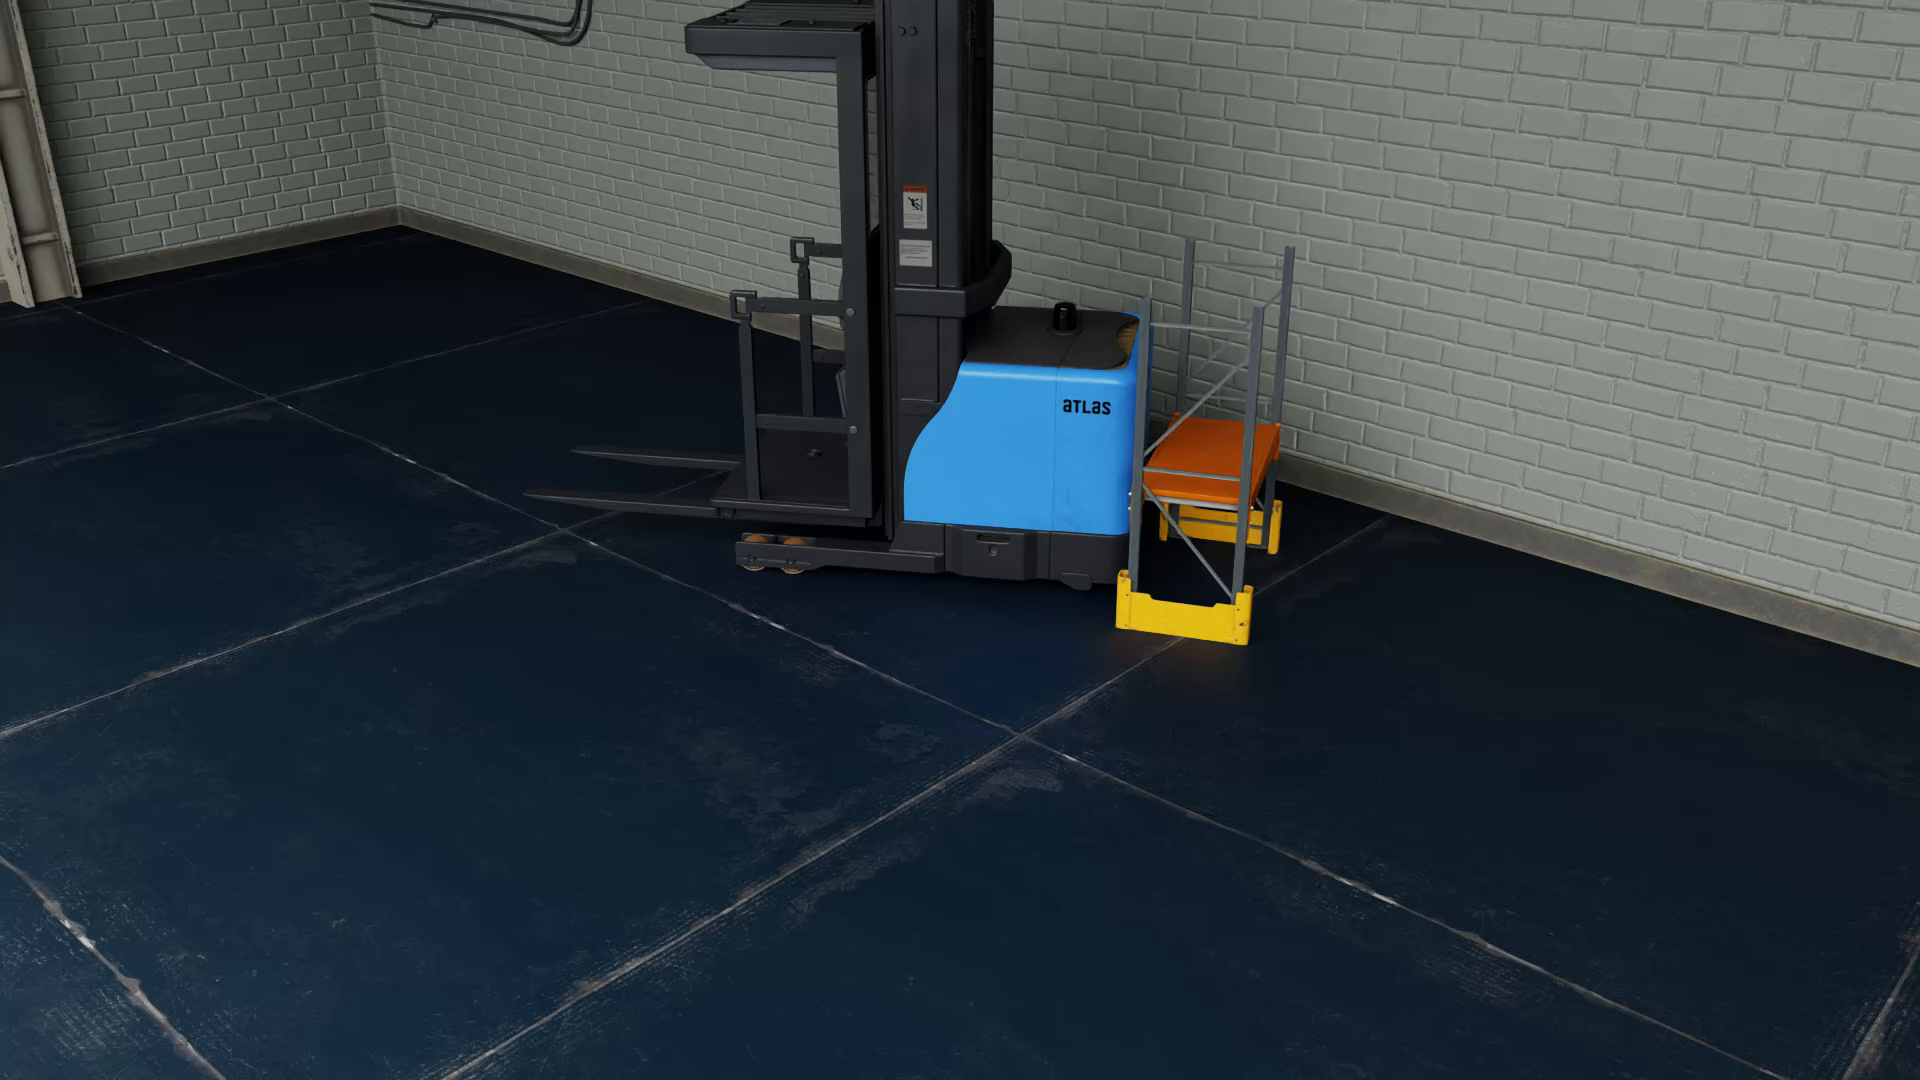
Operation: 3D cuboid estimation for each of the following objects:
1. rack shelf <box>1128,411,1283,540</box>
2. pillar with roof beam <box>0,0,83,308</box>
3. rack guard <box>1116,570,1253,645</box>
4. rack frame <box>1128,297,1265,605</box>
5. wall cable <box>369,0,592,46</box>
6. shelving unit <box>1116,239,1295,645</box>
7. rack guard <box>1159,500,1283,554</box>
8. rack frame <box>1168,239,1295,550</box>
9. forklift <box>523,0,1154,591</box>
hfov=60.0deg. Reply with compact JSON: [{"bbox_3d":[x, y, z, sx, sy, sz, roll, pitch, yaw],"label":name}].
[{"bbox_3d":[1.130,-0.310,7.548,0.538,0.185,1.000,7,25,16],"label":"rack shelf"},{"bbox_3d":[-3.496,-4.706,7.746,9.100,9.000,0.400,20,31,38],"label":"pillar with roof beam"},{"bbox_3d":[0.980,0.294,7.288,0.587,0.250,0.087,7,25,16],"label":"rack guard"},{"bbox_3d":[0.979,-0.276,7.031,0.500,1.500,0.032,7,25,16],"label":"rack frame"},{"bbox_3d":[-3.751,-5.001,12.199,3.097,2.526,0.112,20,31,38],"label":"wall cable"},{"bbox_3d":[1.127,-0.471,7.467,0.587,1.500,1.083,7,25,16],"label":"shelving unit"},{"bbox_3d":[1.275,-0.095,8.156,0.587,0.250,0.087,7,25,16],"label":"rack guard"},{"bbox_3d":[1.280,-0.673,7.918,0.500,1.500,0.032,7,25,16],"label":"rack frame"},{"bbox_3d":[-0.613,-1.383,7.752,3.031,2.935,1.130,4,25,9],"label":"forklift"}]
